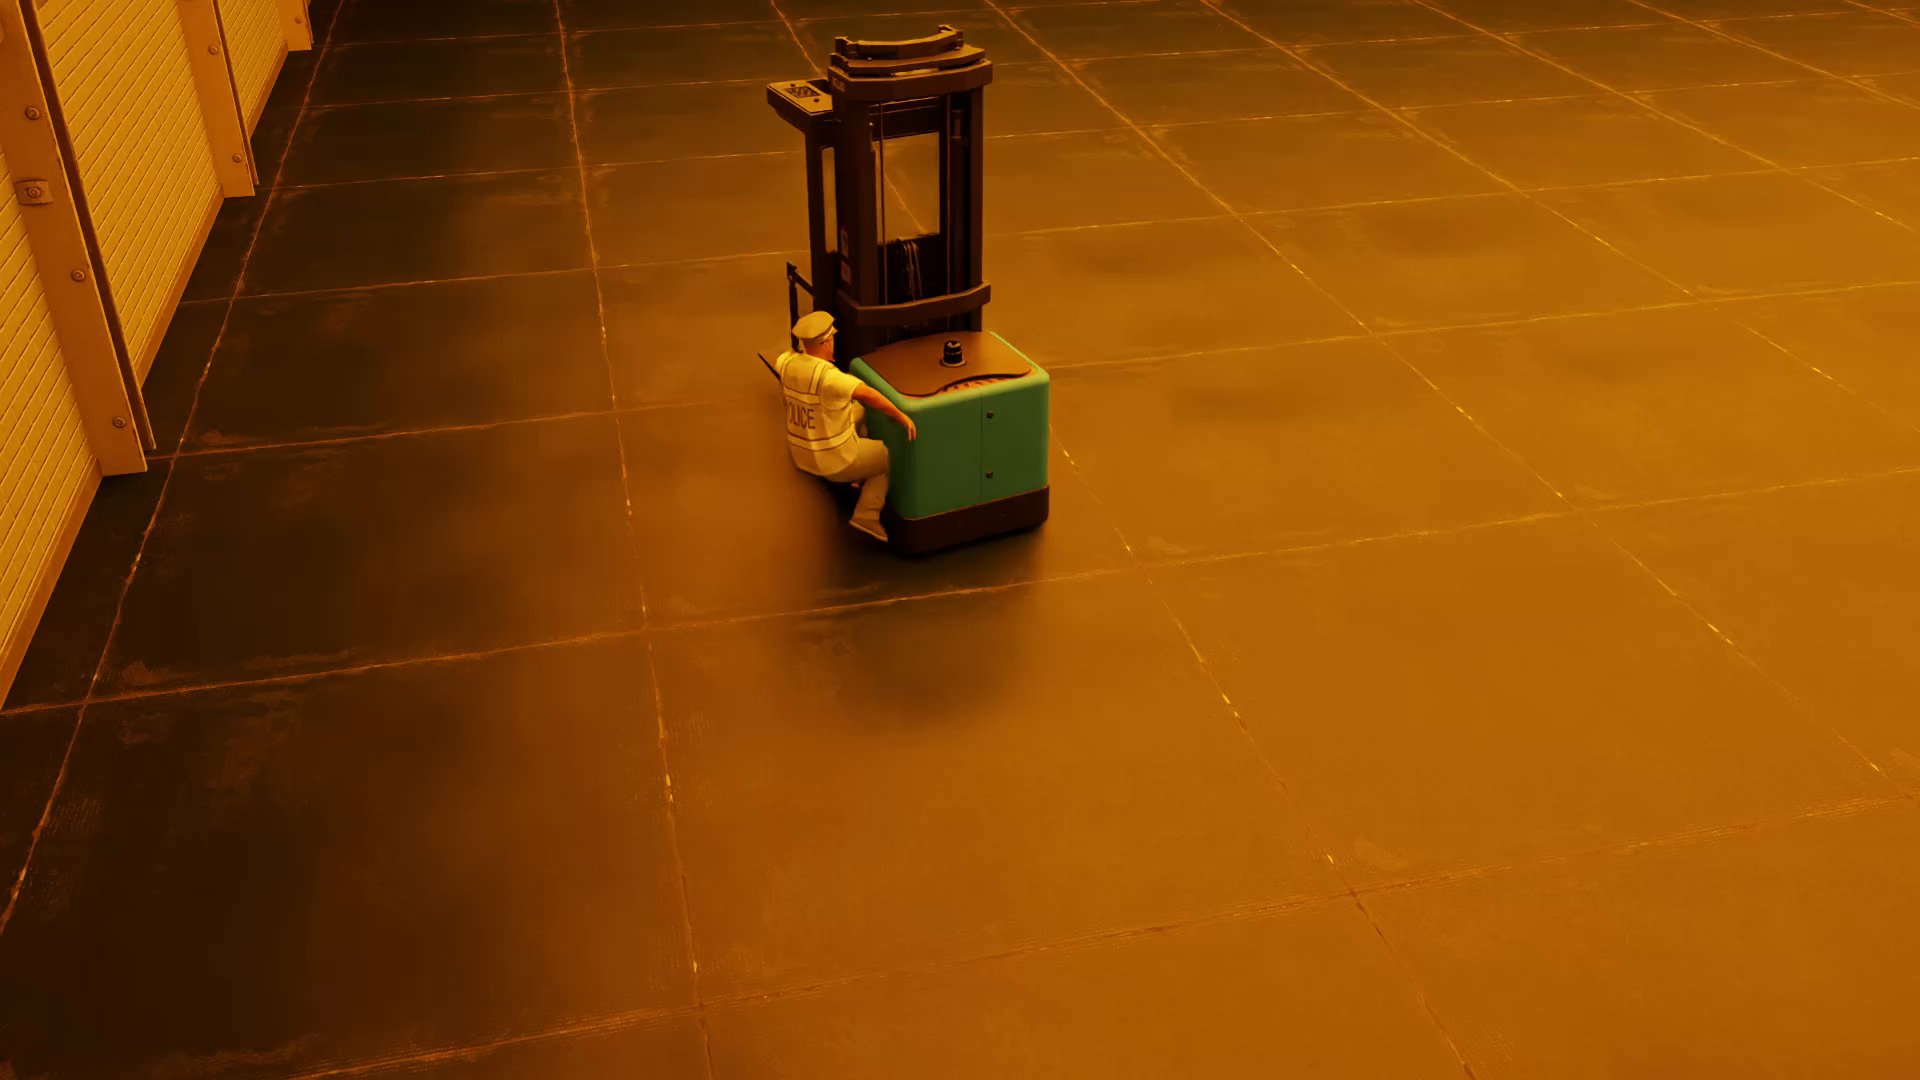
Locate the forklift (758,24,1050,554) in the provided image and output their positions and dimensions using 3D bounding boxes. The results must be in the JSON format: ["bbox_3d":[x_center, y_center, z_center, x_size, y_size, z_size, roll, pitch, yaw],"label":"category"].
[{"bbox_3d":[-0.545,-1.899,10.856,1.130,2.935,3.031,-14,33,-23],"label":"forklift"}]
